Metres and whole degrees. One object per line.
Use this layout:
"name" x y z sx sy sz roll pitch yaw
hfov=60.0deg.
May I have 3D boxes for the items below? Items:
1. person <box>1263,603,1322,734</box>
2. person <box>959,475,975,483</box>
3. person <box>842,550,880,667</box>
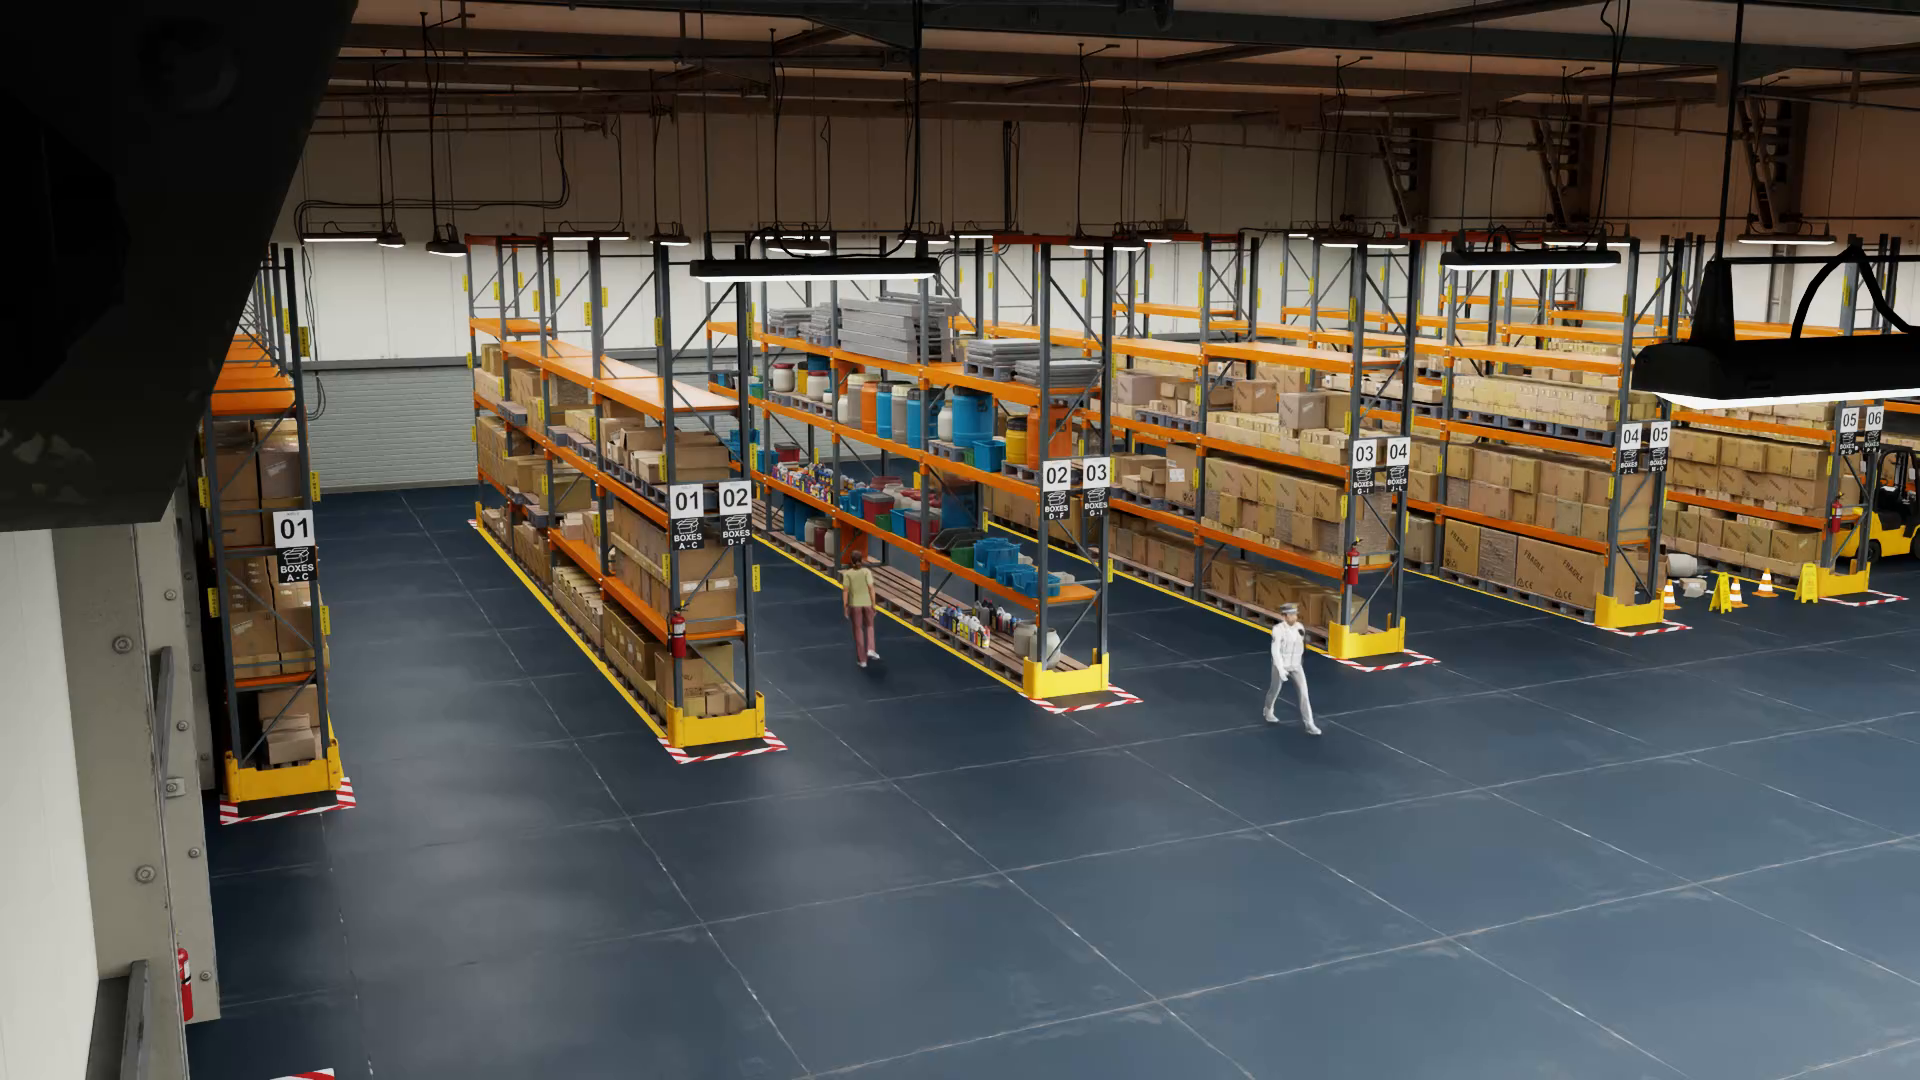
"person" 4.104 1.566 20.682 0.502 1.613 1.040 -2 11 -11
"person" 0.172 -0.948 33.346 0.403 1.802 0.593 9 14 39
"person" -1.411 0.976 23.702 0.513 1.659 0.471 -3 11 -14
